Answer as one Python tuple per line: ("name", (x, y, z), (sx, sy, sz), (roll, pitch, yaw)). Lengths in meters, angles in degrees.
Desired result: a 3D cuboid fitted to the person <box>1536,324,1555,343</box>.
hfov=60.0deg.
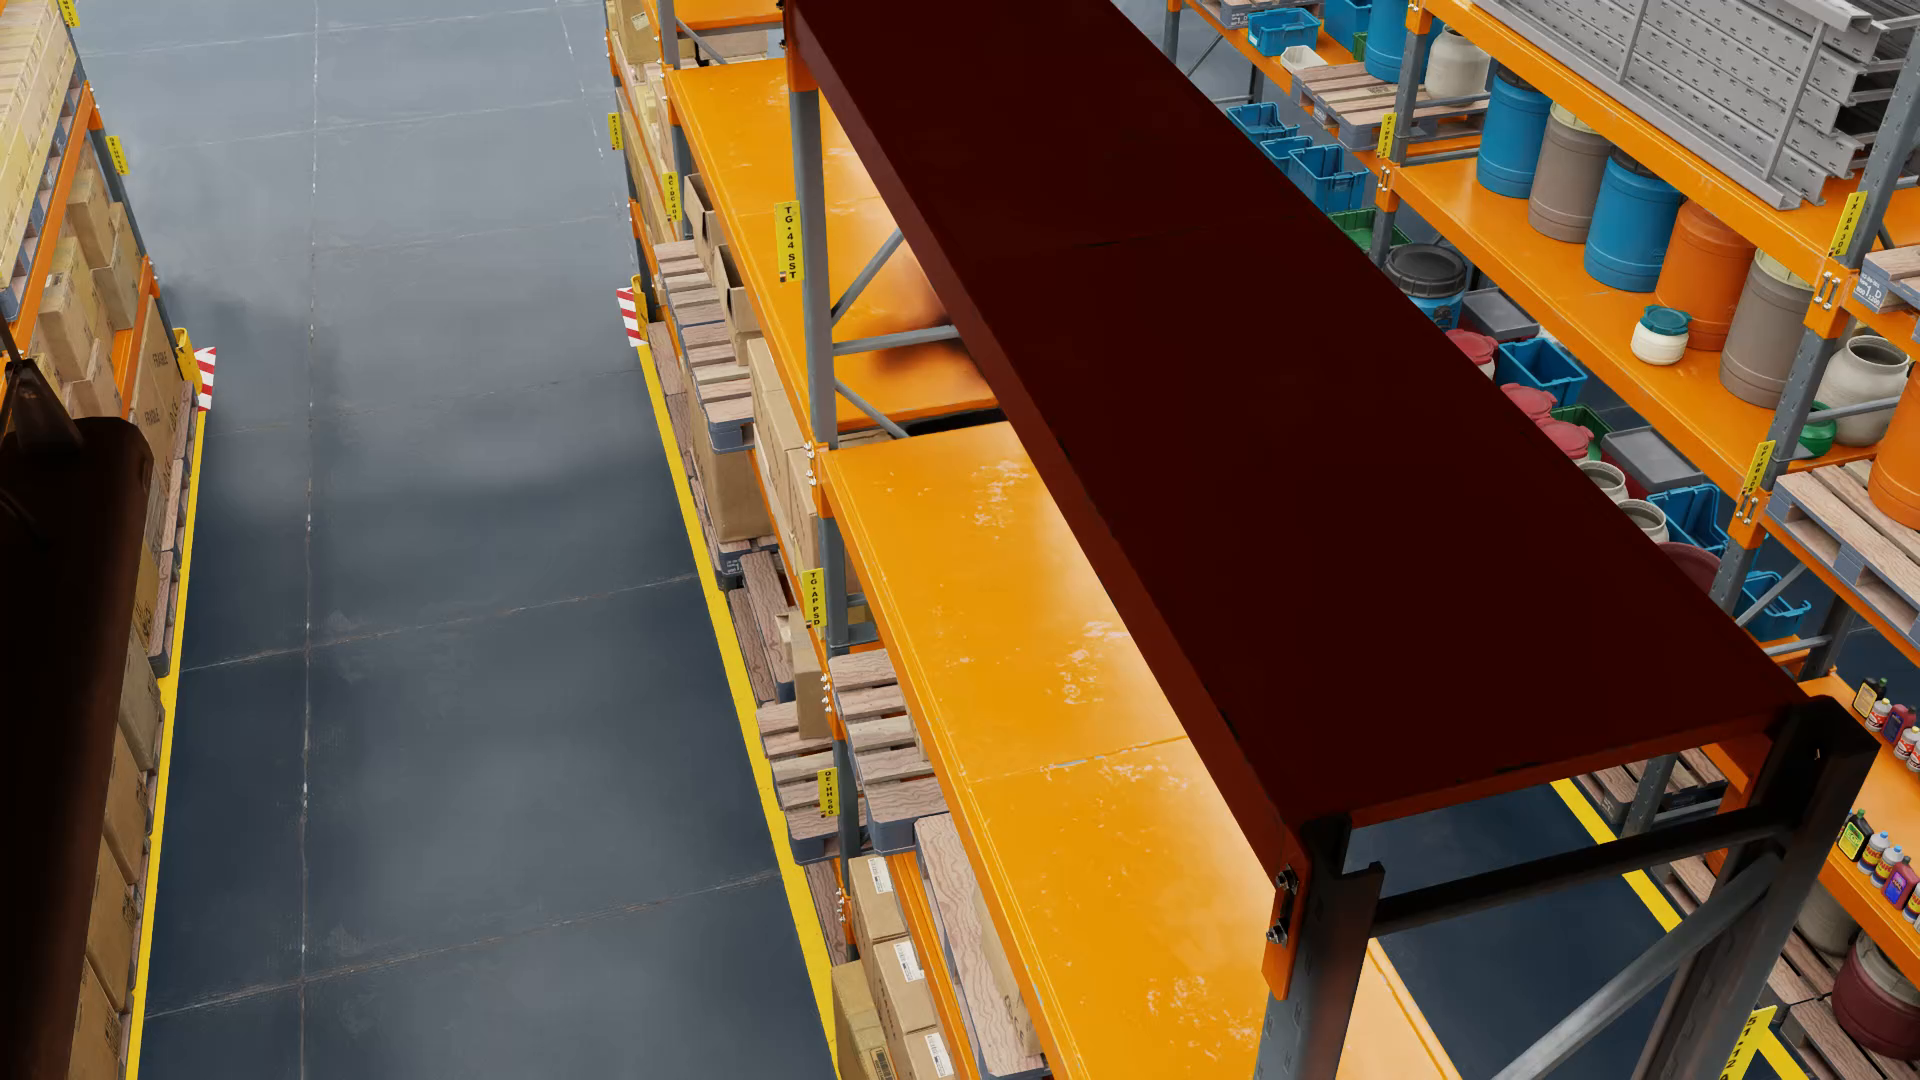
("person", (4.663, -1.664, 13.581), (0.536, 1.726, 0.801), (-15, 41, -18))
